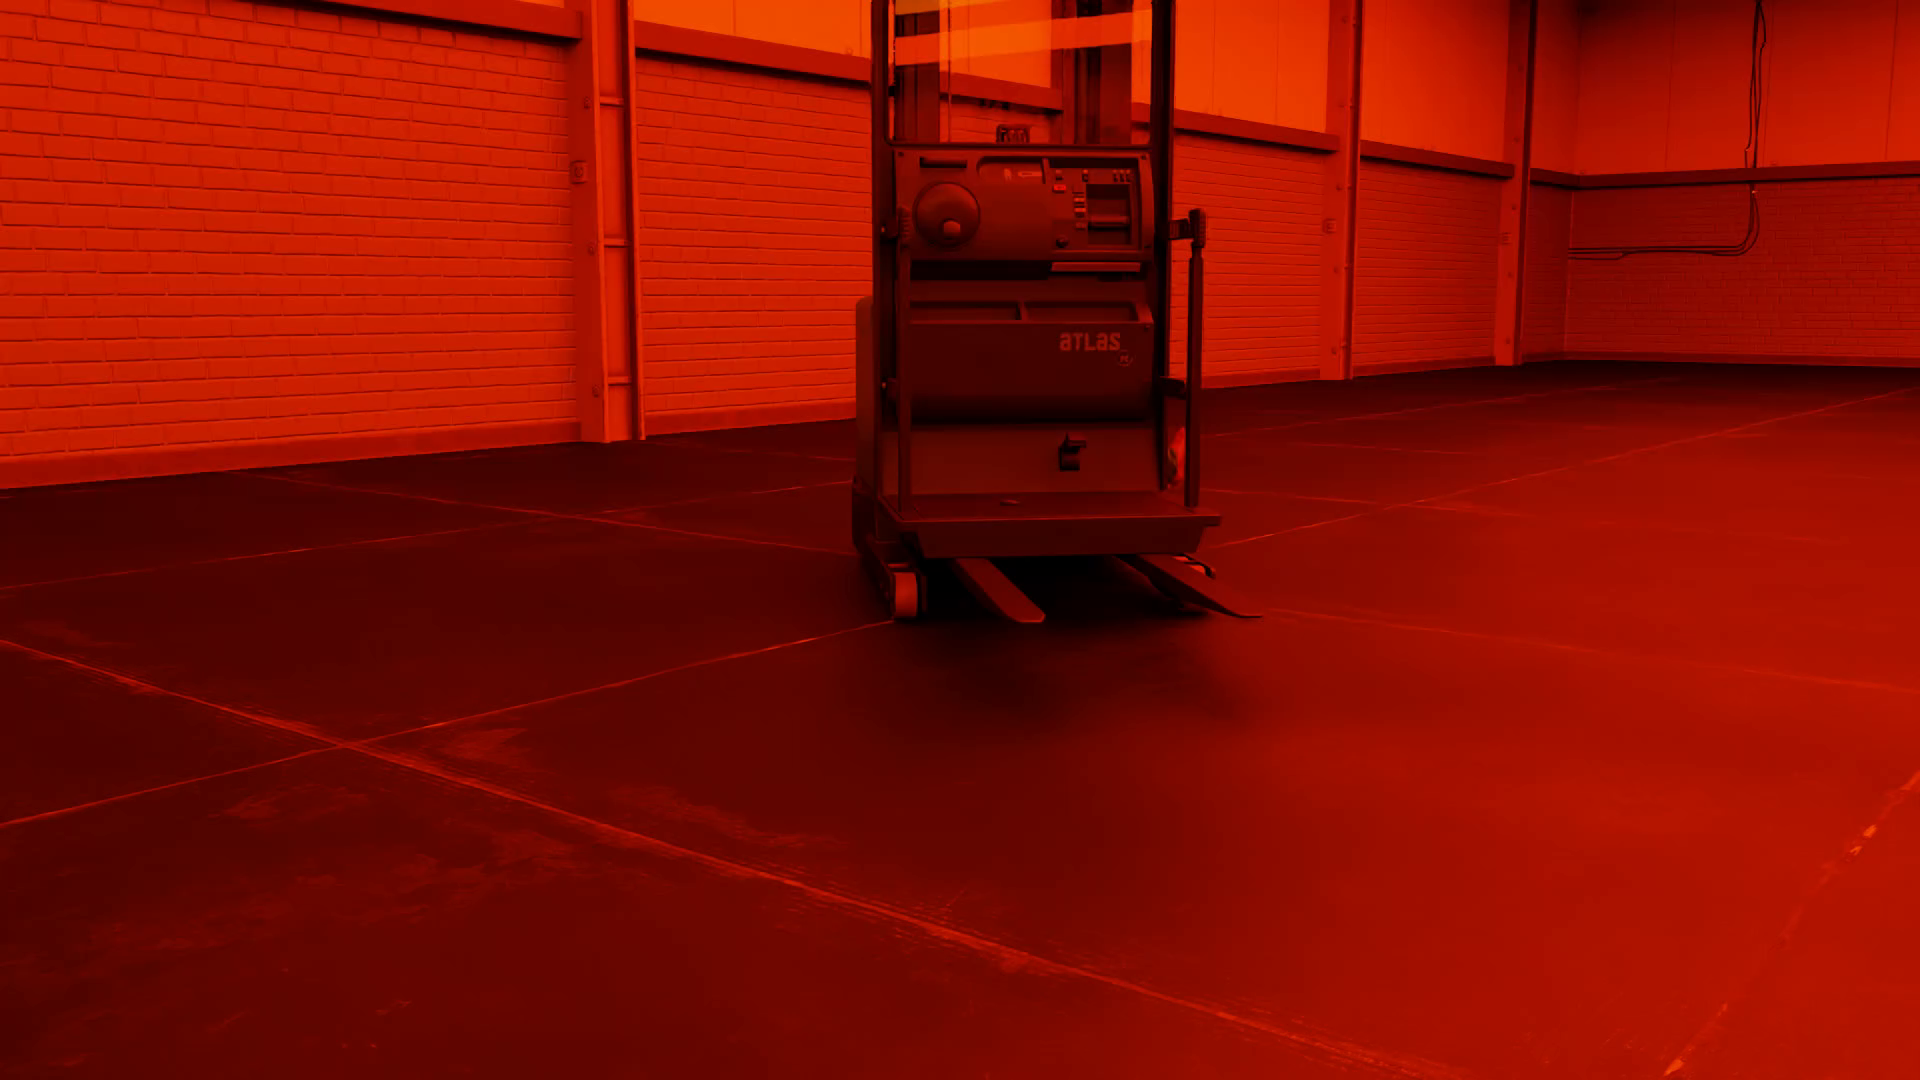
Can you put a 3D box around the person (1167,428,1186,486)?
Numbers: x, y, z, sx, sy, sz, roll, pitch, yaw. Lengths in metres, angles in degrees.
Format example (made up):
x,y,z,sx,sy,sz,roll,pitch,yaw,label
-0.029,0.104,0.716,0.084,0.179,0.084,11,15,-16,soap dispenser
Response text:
x,y,z,sx,sy,sz,roll,pitch,yaw,label
0.476,-0.773,7.985,1.059,1.389,1.130,4,9,24,person

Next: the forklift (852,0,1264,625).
x,y,z,sx,sy,sz,roll,pitch,yaw,label
0.265,-1.236,5.731,1.130,2.935,3.031,-1,8,-8,forklift
